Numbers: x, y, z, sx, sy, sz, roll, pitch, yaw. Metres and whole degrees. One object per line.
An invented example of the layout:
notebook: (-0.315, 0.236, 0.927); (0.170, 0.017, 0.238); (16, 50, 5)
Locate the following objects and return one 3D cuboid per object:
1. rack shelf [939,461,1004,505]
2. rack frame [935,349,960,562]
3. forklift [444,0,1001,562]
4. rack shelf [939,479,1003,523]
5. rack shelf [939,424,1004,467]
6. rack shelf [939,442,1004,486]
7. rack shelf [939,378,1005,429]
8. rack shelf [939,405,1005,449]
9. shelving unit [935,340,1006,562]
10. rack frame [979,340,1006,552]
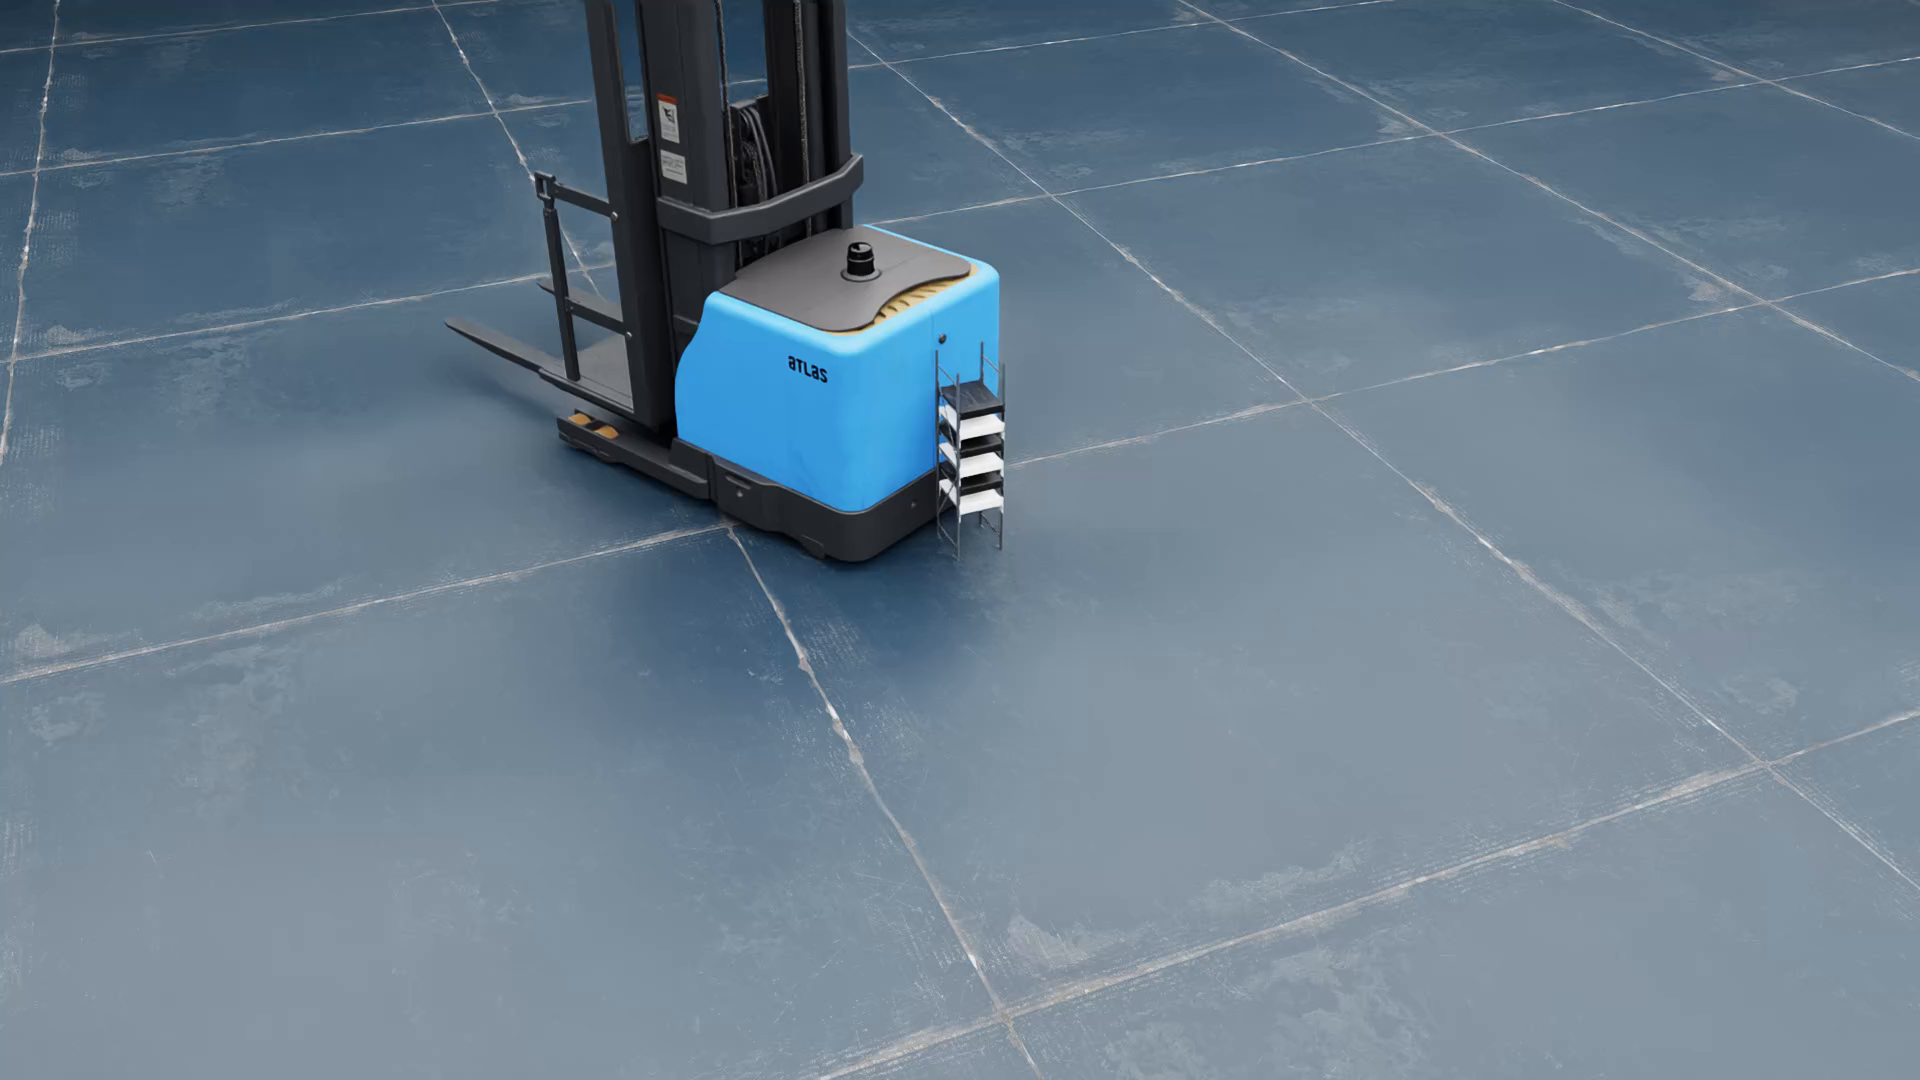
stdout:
rack shelf: (0.041, -0.262, 7.054); (0.200, 0.077, 0.258); (-13, 35, -19)
rack frame: (-0.052, -0.343, 6.953); (0.006, 0.900, 0.240); (-13, 35, -19)
forklift: (-1.280, -1.794, 7.320); (3.031, 2.935, 1.130); (24, 40, 32)
rack shelf: (0.041, -0.187, 7.103); (0.200, 0.077, 0.258); (-13, 35, -19)
rack shelf: (0.041, -0.413, 6.956); (0.200, 0.077, 0.258); (-13, 35, -19)
rack shelf: (0.041, -0.337, 7.005); (0.200, 0.077, 0.258); (-13, 35, -19)
rack shelf: (0.041, -0.564, 6.857); (0.200, 0.077, 0.258); (-13, 35, -19)
rack shelf: (0.041, -0.488, 6.906); (0.200, 0.077, 0.258); (-13, 35, -19)
shelving unit: (0.041, -0.365, 6.986); (0.210, 0.900, 0.258); (-13, 35, -19)
rack frame: (0.134, -0.387, 7.020); (0.006, 0.900, 0.240); (-13, 35, -19)
